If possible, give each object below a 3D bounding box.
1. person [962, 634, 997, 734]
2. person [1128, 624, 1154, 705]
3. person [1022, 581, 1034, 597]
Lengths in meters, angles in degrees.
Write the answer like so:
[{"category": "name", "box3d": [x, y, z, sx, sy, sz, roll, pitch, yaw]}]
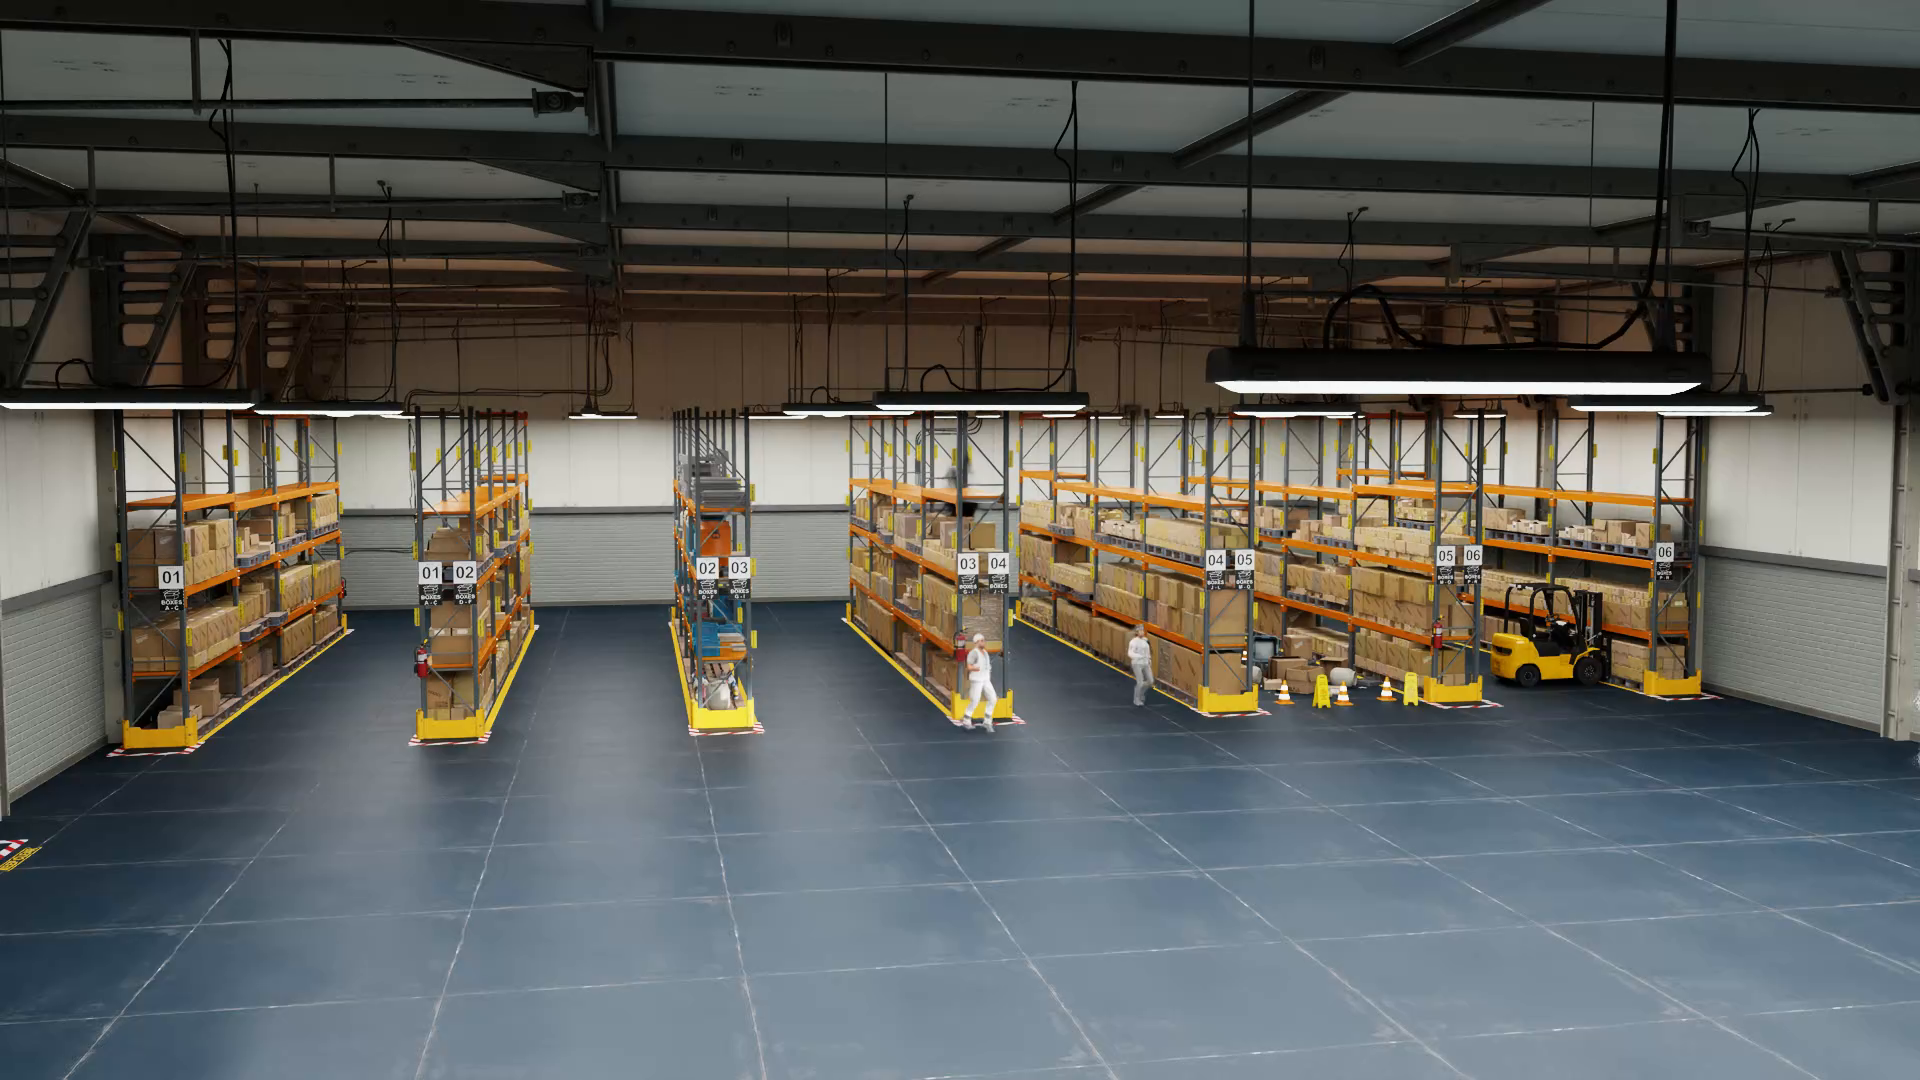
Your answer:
[{"category": "person", "box3d": [0.364, 2.648, 30.660, 0.671, 1.835, 0.654, 3, 5, 40]}, {"category": "person", "box3d": [3.682, 2.509, 33.431, 0.602, 1.650, 0.554, -2, 5, -27]}, {"category": "person", "box3d": [2.108, 1.388, 49.888, 0.557, 1.693, 0.589, -1, 4, -13]}]
